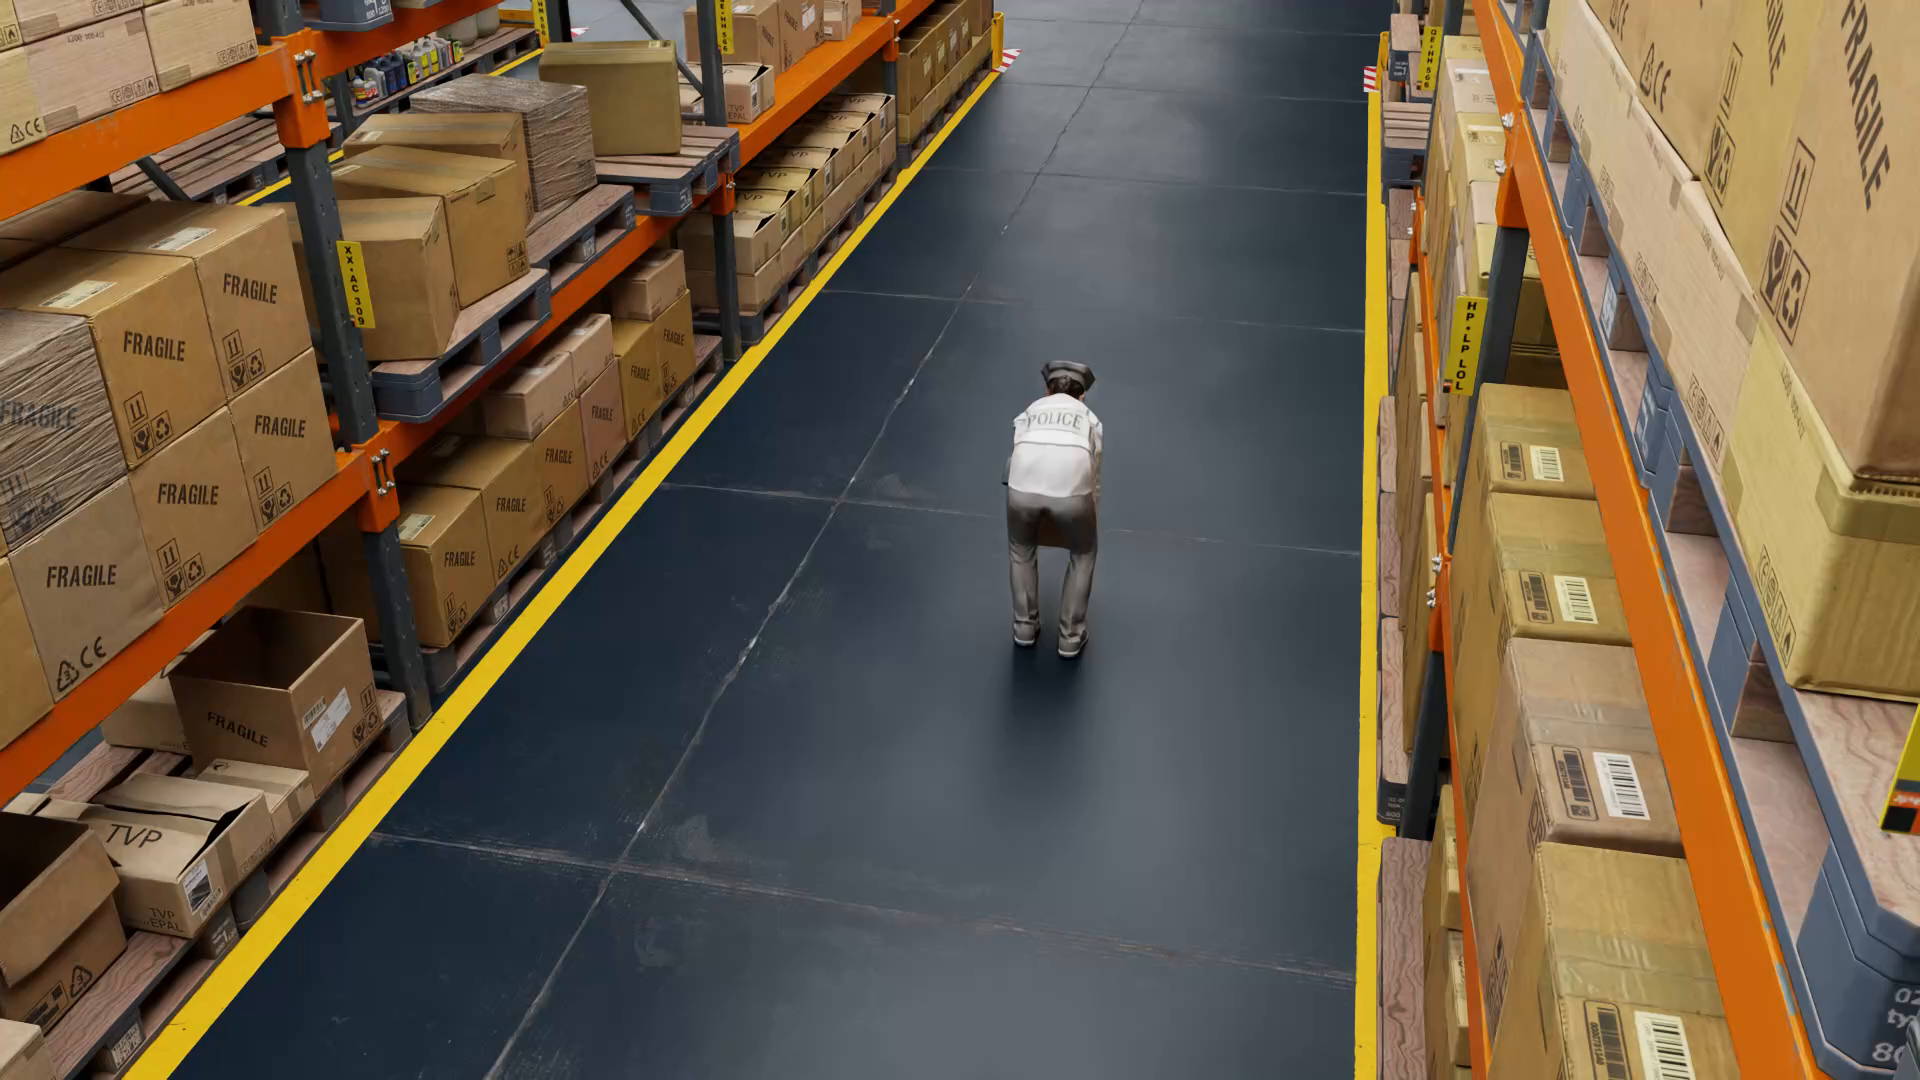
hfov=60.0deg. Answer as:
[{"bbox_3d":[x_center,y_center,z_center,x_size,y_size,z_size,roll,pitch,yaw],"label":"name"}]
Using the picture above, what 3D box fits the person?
[{"bbox_3d":[0.429,-0.148,7.427,0.416,1.152,0.923,5,29,9],"label":"person"}]
